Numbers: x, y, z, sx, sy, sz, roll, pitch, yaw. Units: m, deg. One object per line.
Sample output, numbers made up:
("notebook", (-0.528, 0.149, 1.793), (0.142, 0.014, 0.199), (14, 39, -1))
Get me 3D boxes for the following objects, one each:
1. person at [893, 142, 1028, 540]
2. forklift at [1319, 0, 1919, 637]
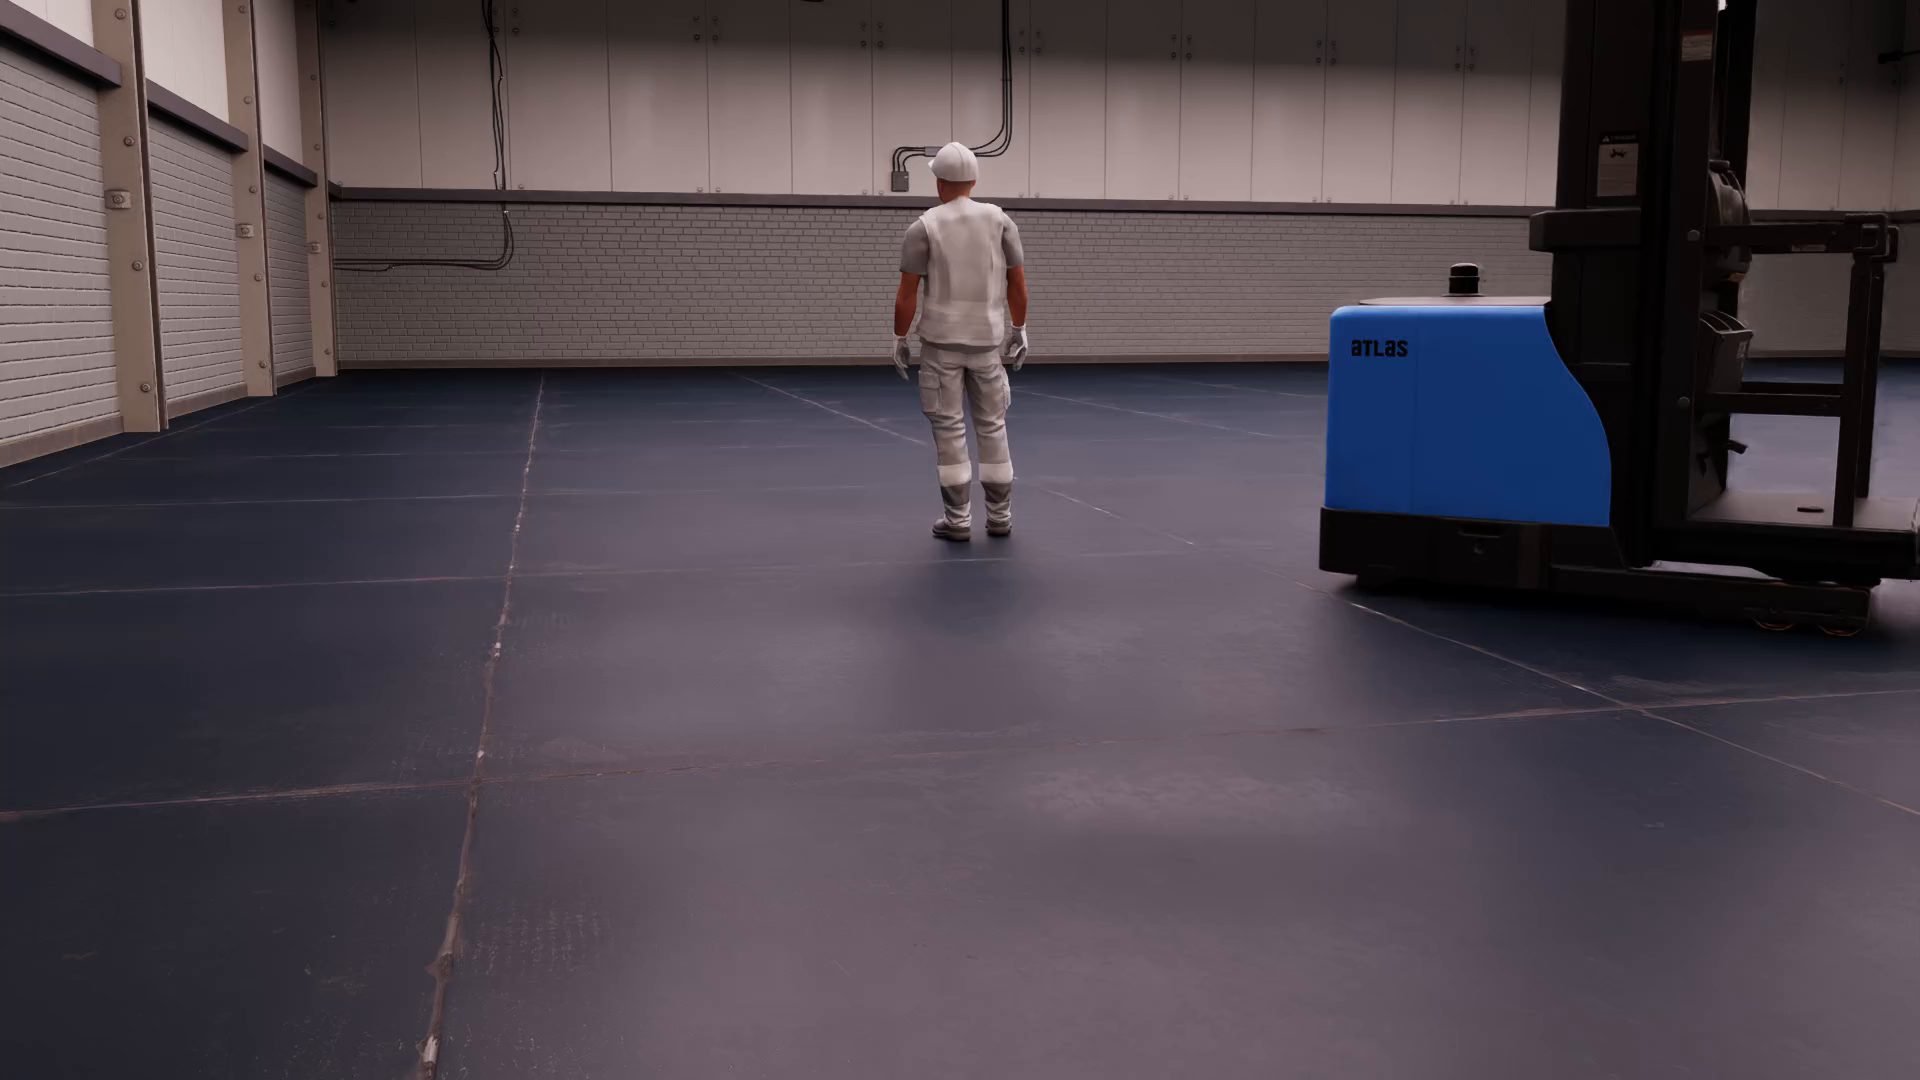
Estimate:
("person", (-0.009, -0.904, 7.662), (0.638, 1.789, 0.562), (-2, 8, -13))
("forklift", (2.910, -1.217, 5.831), (3.031, 2.935, 1.130), (5, 9, 31))
